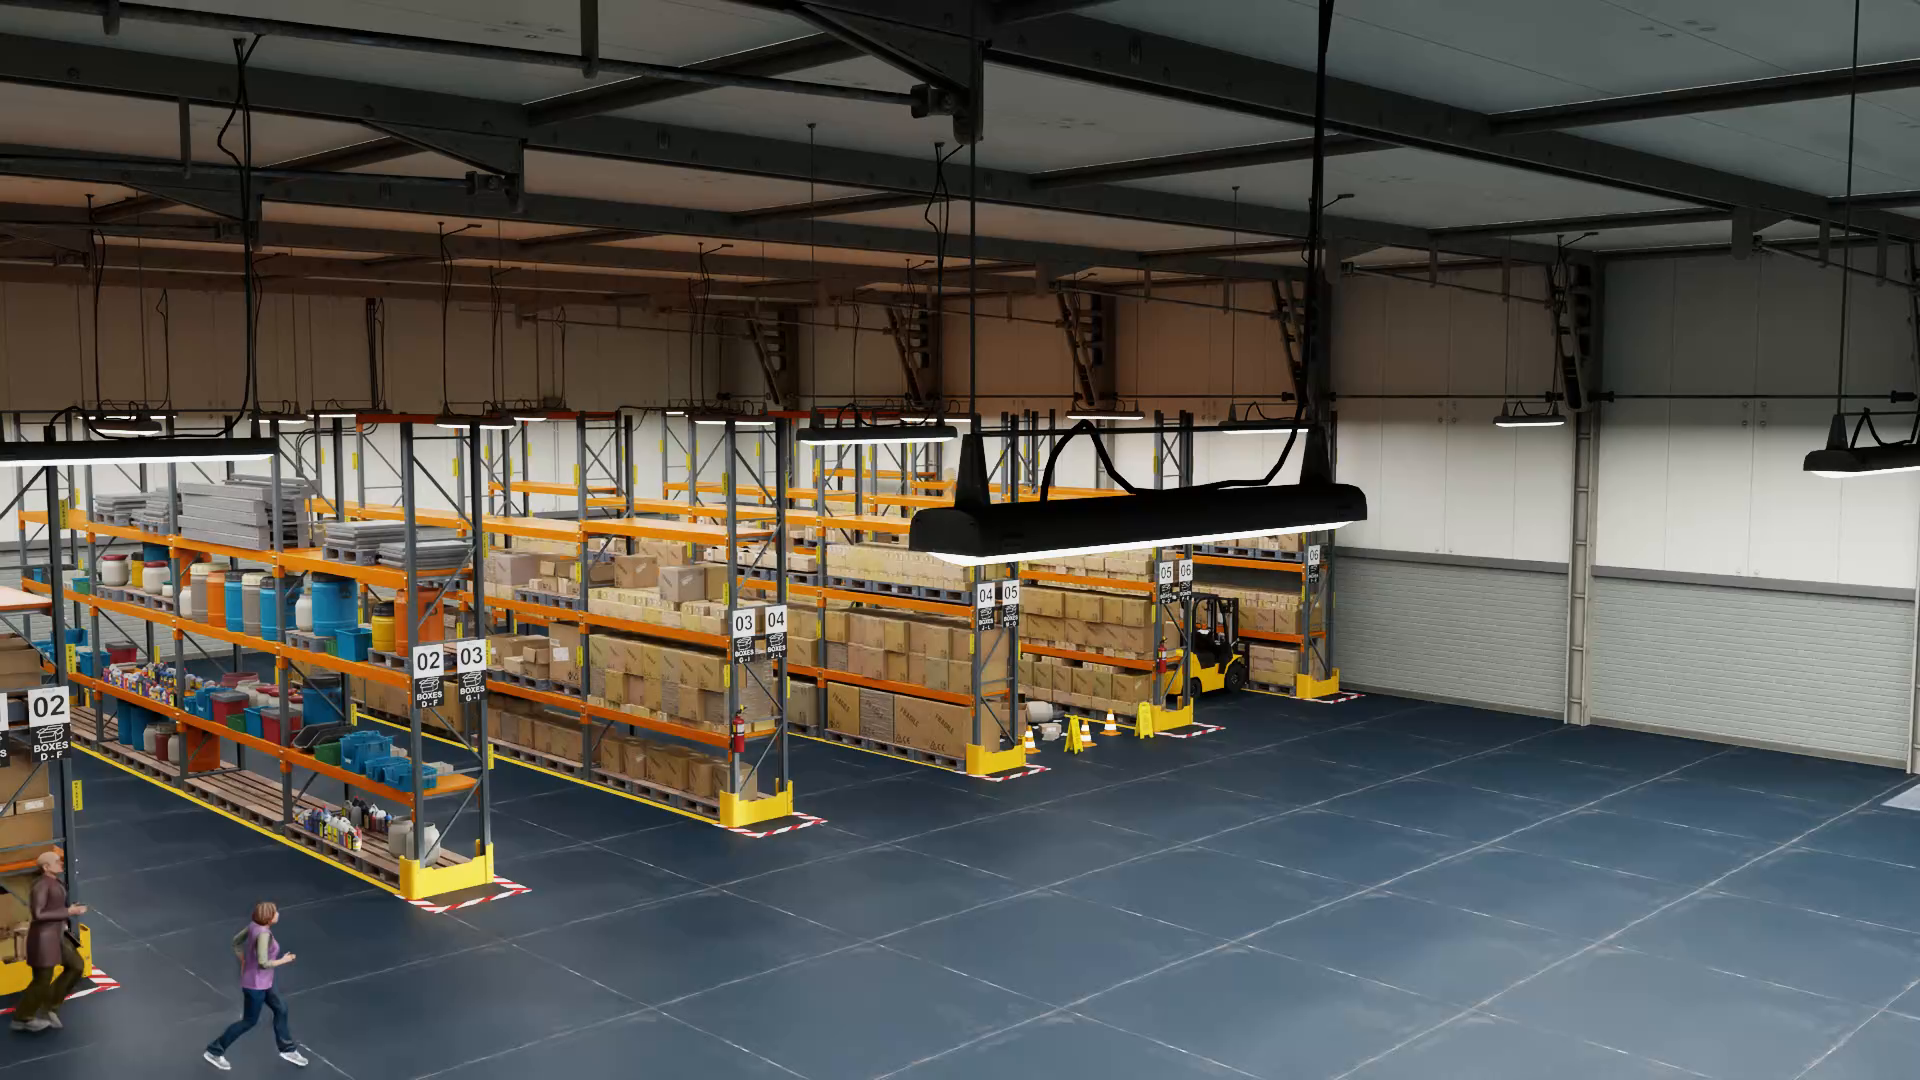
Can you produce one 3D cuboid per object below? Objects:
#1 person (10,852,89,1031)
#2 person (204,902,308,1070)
[{"bbox_3d":[-9.106,4.018,16.699,0.750,1.792,0.711,-1,5,-11],"label":"person"},{"bbox_3d":[-6.596,4.187,15.534,0.893,1.616,0.562,-3,6,-27],"label":"person"}]
